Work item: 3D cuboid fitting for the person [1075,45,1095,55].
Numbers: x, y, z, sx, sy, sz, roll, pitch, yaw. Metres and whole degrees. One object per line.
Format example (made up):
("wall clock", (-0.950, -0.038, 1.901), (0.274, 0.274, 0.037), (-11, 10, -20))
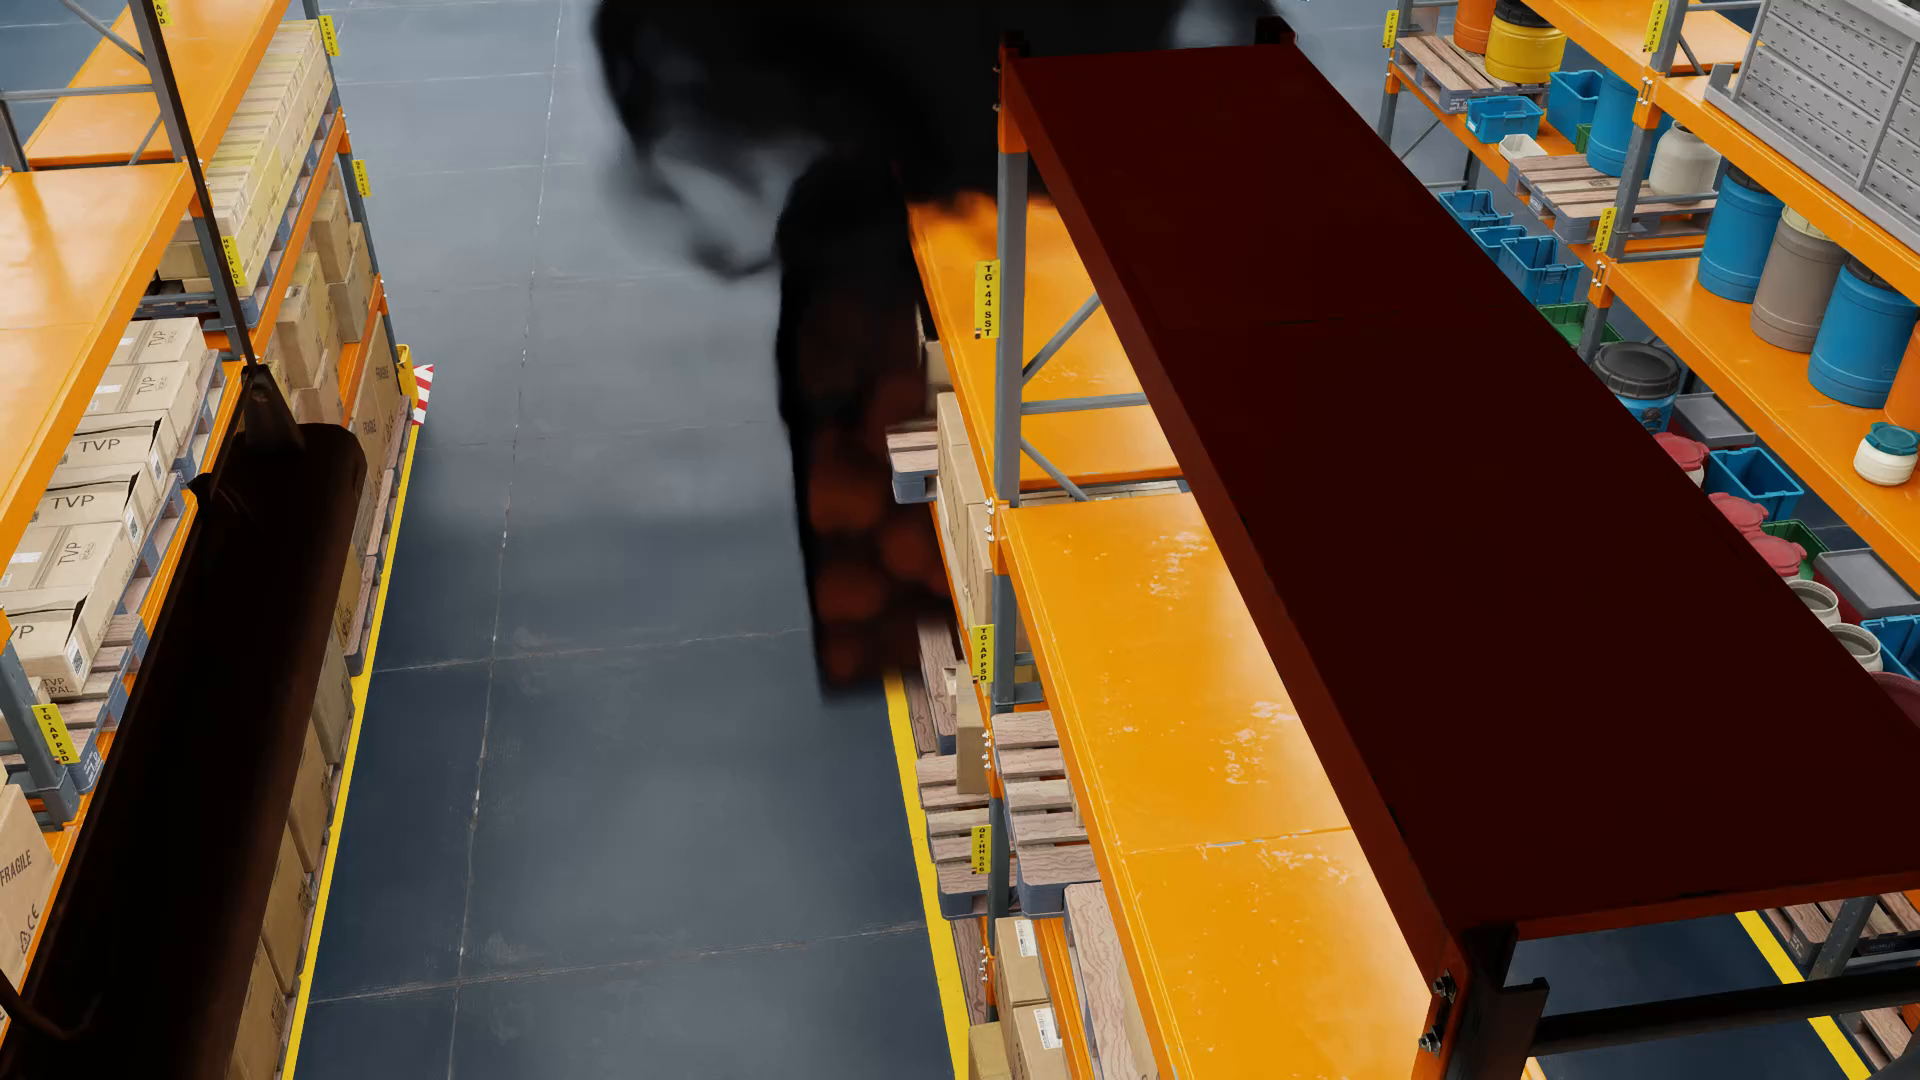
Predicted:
("person", (1.351, -4.729, 18.543), (0.694, 1.630, 0.503), (11, 38, 14))
